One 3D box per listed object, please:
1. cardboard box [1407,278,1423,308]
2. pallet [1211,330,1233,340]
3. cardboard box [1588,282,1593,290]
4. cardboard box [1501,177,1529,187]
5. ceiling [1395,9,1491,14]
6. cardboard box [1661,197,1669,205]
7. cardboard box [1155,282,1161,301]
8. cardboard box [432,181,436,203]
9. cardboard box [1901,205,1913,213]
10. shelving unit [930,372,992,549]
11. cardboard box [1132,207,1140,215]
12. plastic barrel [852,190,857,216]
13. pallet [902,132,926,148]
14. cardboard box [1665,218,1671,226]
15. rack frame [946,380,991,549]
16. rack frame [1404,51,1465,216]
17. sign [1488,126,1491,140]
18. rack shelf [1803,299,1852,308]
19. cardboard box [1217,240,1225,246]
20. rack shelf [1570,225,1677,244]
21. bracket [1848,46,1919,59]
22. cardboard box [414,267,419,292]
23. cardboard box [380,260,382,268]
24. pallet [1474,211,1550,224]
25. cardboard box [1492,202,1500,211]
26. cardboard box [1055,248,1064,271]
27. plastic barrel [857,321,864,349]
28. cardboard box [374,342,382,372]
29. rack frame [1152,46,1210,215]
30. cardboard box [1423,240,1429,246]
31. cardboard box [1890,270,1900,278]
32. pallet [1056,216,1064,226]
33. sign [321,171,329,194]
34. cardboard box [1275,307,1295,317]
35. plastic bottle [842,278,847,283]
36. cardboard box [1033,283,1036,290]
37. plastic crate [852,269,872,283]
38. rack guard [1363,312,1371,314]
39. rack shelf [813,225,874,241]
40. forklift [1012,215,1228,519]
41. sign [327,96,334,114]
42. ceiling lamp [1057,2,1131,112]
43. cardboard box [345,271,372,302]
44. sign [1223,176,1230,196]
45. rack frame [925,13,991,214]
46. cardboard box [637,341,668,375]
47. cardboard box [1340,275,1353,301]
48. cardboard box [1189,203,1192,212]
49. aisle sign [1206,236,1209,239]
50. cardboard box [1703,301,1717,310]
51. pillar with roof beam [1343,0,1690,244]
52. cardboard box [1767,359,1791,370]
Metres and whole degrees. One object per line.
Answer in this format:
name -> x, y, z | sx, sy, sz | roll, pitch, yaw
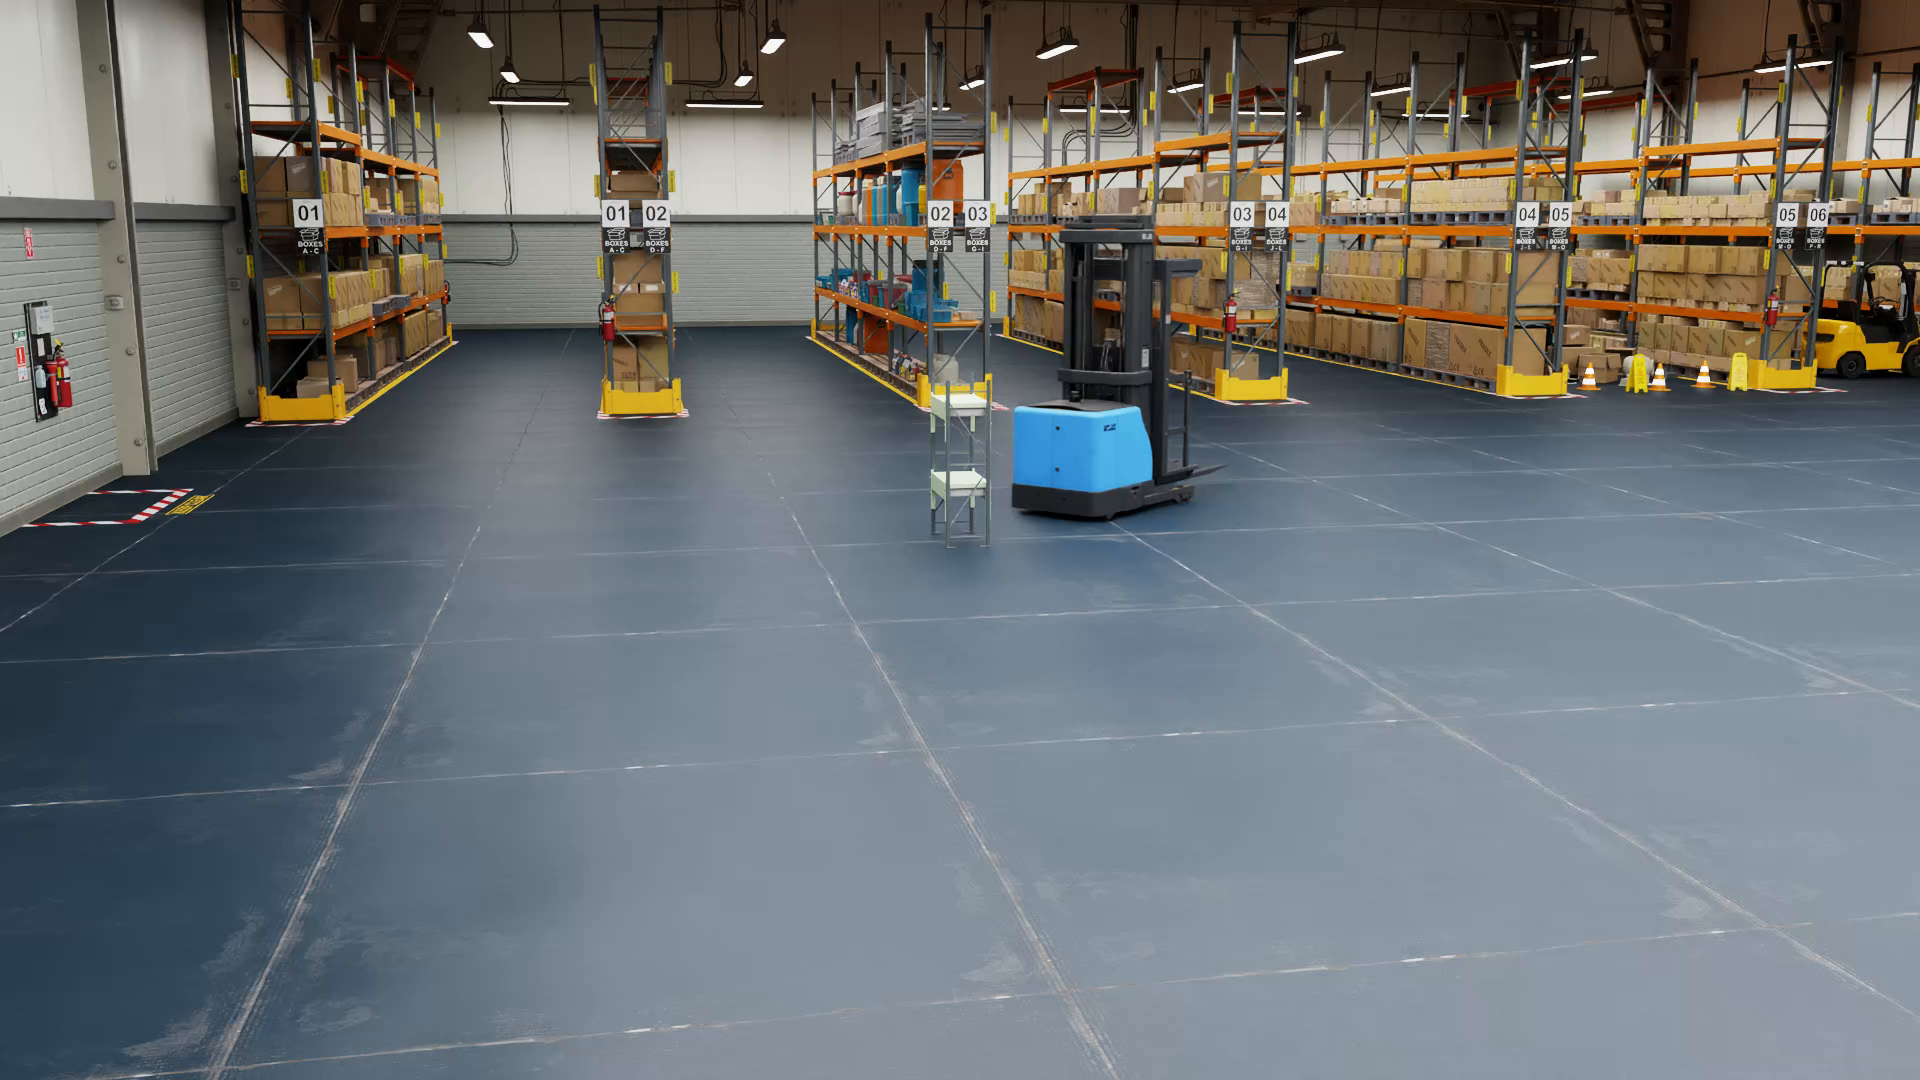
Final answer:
cardboard box -> 9.024, -4.703, 31.536 | 0.875, 0.550, 0.550 | -2, 11, -11
pallet -> 6.978, -5.140, 41.691 | 1.003, 0.211, 1.213 | -2, 11, -11
cardboard box -> 13.221, -5.250, 34.360 | 0.380, 0.149, 0.250 | -2, 11, -11
cardboard box -> 9.320, -6.010, 27.928 | 0.380, 0.149, 0.250 | -2, 11, -10
ceiling -> 16.361, -15.161, 46.770 | 6.000, 0.001, 6.000 | -2, 11, -11
cardboard box -> 13.639, -6.472, 31.748 | 0.380, 0.149, 0.250 | -2, 11, -13
cardboard box -> 4.082, -4.645, 30.570 | 0.875, 0.500, 0.500 | -2, 11, -11
cardboard box -> -12.358, -8.002, 38.254 | 0.500, 0.500, 0.500 | -2, 11, -9
cardboard box -> 18.583, -6.448, 32.362 | 0.380, 0.149, 0.250 | -2, 11, -9
shelving unit -> 0.001, -0.736, 15.103 | 0.431, 1.500, 0.755 | -2, 11, -11
cardboard box -> 3.593, -6.440, 32.543 | 0.380, 0.166, 0.250 | -2, 11, -13
plastic barrel -> -2.074, -7.155, 35.308 | 0.433, 0.535, 0.433 | 0, 11, 0
pallet -> -0.375, -6.638, 27.634 | 1.003, 0.211, 1.213 | -2, 11, -11
cardboard box -> 13.749, -6.088, 31.862 | 0.380, 0.149, 0.250 | -2, 11, -11
rack frame -> 0.072, -0.668, 14.751 | 0.400, 1.500, 0.023 | -2, 11, -11
rack frame -> 8.940, -7.644, 31.342 | 1.000, 3.000, 0.127 | -2, 11, -11
sign -> 12.750, -9.829, 40.115 | 0.100, 0.325, 0.005 | -2, 11, -11
rack shelf -> 18.255, -5.090, 35.893 | 1.077, 0.370, 4.000 | -2, 11, -11
cardboard box -> 6.720, -7.210, 41.372 | 0.500, 0.500, 0.500 | -2, 11, -13
rack shelf -> 13.387, -6.382, 34.660 | 1.077, 0.370, 4.000 | -2, 11, -11
bracket -> 19.241, -9.754, 32.804 | 0.076, 0.066, 4.783 | -2, 11, -11
cardboard box -> -11.541, -5.406, 34.512 | 0.500, 0.500, 0.500 | -2, 11, -11
cardboard box -> -11.202, -5.250, 31.630 | 0.380, 0.149, 0.250 | -4, 11, -18
pallet -> 9.564, -5.529, 28.490 | 1.003, 0.211, 1.213 | -2, 11, -11
cardboard box -> 9.273, -5.663, 28.242 | 0.380, 0.149, 0.250 | -2, 11, -11
cardboard box -> 2.632, -6.427, 38.045 | 0.797, 0.503, 0.637 | -2, 11, -12
plastic barrel -> -1.912, -4.406, 35.704 | 0.600, 0.588, 0.708 | -2, 11, -11
cardboard box -> -10.890, -3.305, 30.100 | 0.700, 0.500, 0.500 | -2, 11, -10
rack frame -> 4.055, -7.482, 30.492 | 1.000, 3.000, 0.127 | -2, 11, -11
cardboard box -> 11.798, -7.410, 41.485 | 0.380, 0.149, 0.250 | -2, 11, -11
cardboard box -> 18.553, -5.234, 32.724 | 0.380, 0.149, 0.250 | -2, 11, -10
pallet -> 2.726, -7.215, 37.625 | 0.805, 0.209, 1.217 | -3, 11, -13
sign -> -9.211, -5.183, 24.101 | 0.100, 0.325, 0.005 | -2, 11, -11
cardboard box -> 7.470, -5.174, 37.969 | 0.500, 0.250, 0.500 | -2, 11, -9
plastic bottle -> -2.600, -5.714, 37.380 | 0.144, 0.351, 0.185 | -2, 11, -11
cardboard box -> 1.969, -6.064, 39.760 | 0.380, 0.149, 0.250 | -2, 11, -10
plastic crate -> -2.286, -6.056, 38.712 | 0.402, 0.464, 0.583 | -2, 11, -11
rack guard -> 11.438, -5.872, 44.767 | 1.175, 0.500, 0.348 | -2, 11, -11
rack shelf -> -2.748, -7.309, 39.530 | 1.077, 0.370, 4.000 | -2, 11, -11
forklift -> 1.800, -1.868, 17.227 | 1.130, 2.935, 3.031 | 8, 13, 36
sign -> -11.842, -8.191, 31.296 | 0.100, 0.325, 0.005 | -2, 11, -11
ceiling lamp -> 3.687, -13.135, 44.580 | 2.000, 3.185, 0.800 | -2, 11, -11
cardboard box -> -10.125, -4.223, 27.759 | 0.500, 0.500, 0.500 | -2, 11, -11
sign -> 4.285, -5.693, 26.749 | 0.100, 0.325, 0.005 | -2, 11, -11
rack frame -> -0.025, -6.568, 25.691 | 1.000, 3.000, 0.127 | -2, 11, -11
cardboard box -> -4.979, -2.955, 26.977 | 0.500, 0.500, 0.500 | -2, 11, -11
cardboard box -> 8.184, -5.202, 34.289 | 0.500, 0.500, 0.500 | -2, 11, -11
cardboard box -> 4.191, -5.776, 28.886 | 0.380, 0.149, 0.250 | -2, 11, -10
aisle sign -> 6.298, -8.177, 43.237 | 0.394, 0.787, 0.004 | -2, 11, -11
cardboard box -> 13.954, -4.331, 30.654 | 0.380, 0.149, 0.250 | -2, 11, -12
pillar with roof beam -> 13.614, -9.495, 41.067 | 9.100, 9.000, 0.548 | -2, 11, -11
cardboard box -> 14.669, -3.175, 30.140 | 0.500, 0.250, 0.500 | -2, 11, -11
